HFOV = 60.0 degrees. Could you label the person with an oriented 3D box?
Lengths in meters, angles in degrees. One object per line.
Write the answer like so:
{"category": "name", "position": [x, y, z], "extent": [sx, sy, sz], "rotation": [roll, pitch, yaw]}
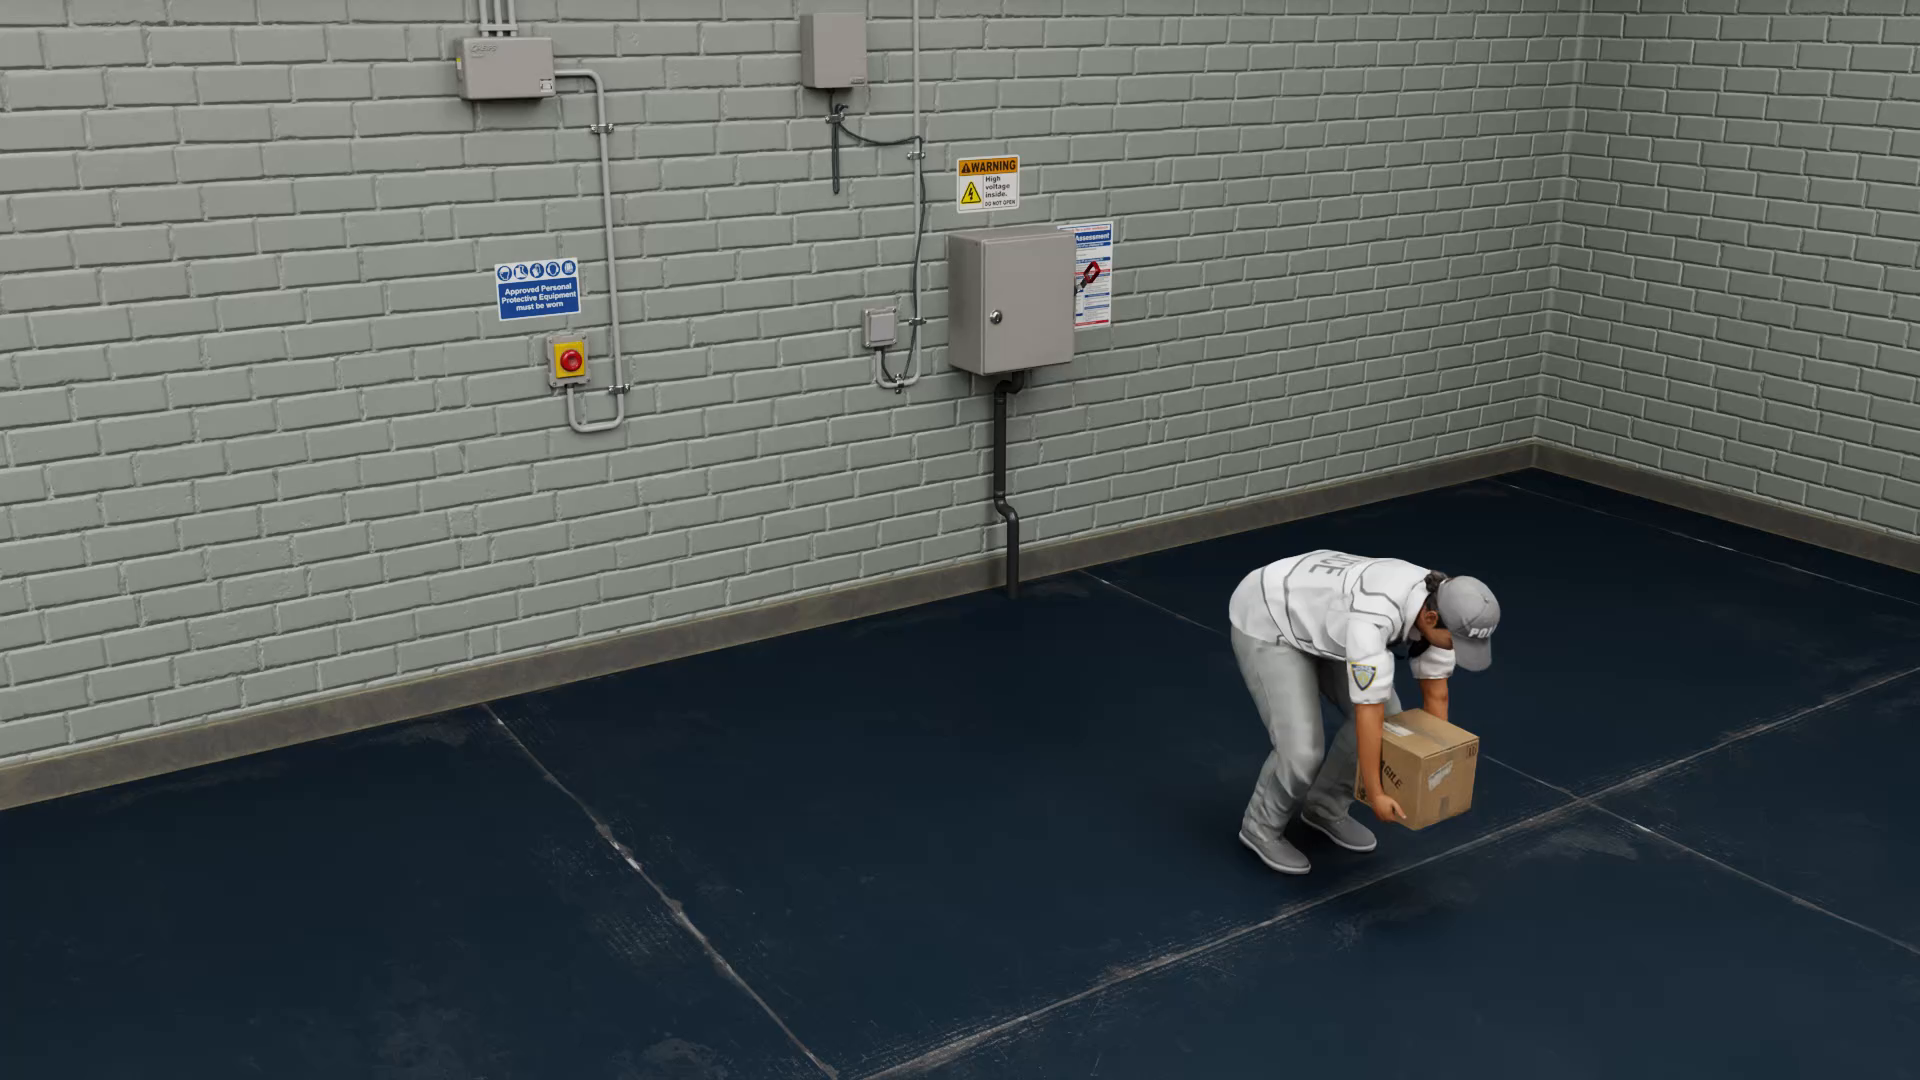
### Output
{"category": "person", "position": [1.262, 0.548, 5.282], "extent": [0.501, 1.111, 0.929], "rotation": [-13, 22, -34]}
